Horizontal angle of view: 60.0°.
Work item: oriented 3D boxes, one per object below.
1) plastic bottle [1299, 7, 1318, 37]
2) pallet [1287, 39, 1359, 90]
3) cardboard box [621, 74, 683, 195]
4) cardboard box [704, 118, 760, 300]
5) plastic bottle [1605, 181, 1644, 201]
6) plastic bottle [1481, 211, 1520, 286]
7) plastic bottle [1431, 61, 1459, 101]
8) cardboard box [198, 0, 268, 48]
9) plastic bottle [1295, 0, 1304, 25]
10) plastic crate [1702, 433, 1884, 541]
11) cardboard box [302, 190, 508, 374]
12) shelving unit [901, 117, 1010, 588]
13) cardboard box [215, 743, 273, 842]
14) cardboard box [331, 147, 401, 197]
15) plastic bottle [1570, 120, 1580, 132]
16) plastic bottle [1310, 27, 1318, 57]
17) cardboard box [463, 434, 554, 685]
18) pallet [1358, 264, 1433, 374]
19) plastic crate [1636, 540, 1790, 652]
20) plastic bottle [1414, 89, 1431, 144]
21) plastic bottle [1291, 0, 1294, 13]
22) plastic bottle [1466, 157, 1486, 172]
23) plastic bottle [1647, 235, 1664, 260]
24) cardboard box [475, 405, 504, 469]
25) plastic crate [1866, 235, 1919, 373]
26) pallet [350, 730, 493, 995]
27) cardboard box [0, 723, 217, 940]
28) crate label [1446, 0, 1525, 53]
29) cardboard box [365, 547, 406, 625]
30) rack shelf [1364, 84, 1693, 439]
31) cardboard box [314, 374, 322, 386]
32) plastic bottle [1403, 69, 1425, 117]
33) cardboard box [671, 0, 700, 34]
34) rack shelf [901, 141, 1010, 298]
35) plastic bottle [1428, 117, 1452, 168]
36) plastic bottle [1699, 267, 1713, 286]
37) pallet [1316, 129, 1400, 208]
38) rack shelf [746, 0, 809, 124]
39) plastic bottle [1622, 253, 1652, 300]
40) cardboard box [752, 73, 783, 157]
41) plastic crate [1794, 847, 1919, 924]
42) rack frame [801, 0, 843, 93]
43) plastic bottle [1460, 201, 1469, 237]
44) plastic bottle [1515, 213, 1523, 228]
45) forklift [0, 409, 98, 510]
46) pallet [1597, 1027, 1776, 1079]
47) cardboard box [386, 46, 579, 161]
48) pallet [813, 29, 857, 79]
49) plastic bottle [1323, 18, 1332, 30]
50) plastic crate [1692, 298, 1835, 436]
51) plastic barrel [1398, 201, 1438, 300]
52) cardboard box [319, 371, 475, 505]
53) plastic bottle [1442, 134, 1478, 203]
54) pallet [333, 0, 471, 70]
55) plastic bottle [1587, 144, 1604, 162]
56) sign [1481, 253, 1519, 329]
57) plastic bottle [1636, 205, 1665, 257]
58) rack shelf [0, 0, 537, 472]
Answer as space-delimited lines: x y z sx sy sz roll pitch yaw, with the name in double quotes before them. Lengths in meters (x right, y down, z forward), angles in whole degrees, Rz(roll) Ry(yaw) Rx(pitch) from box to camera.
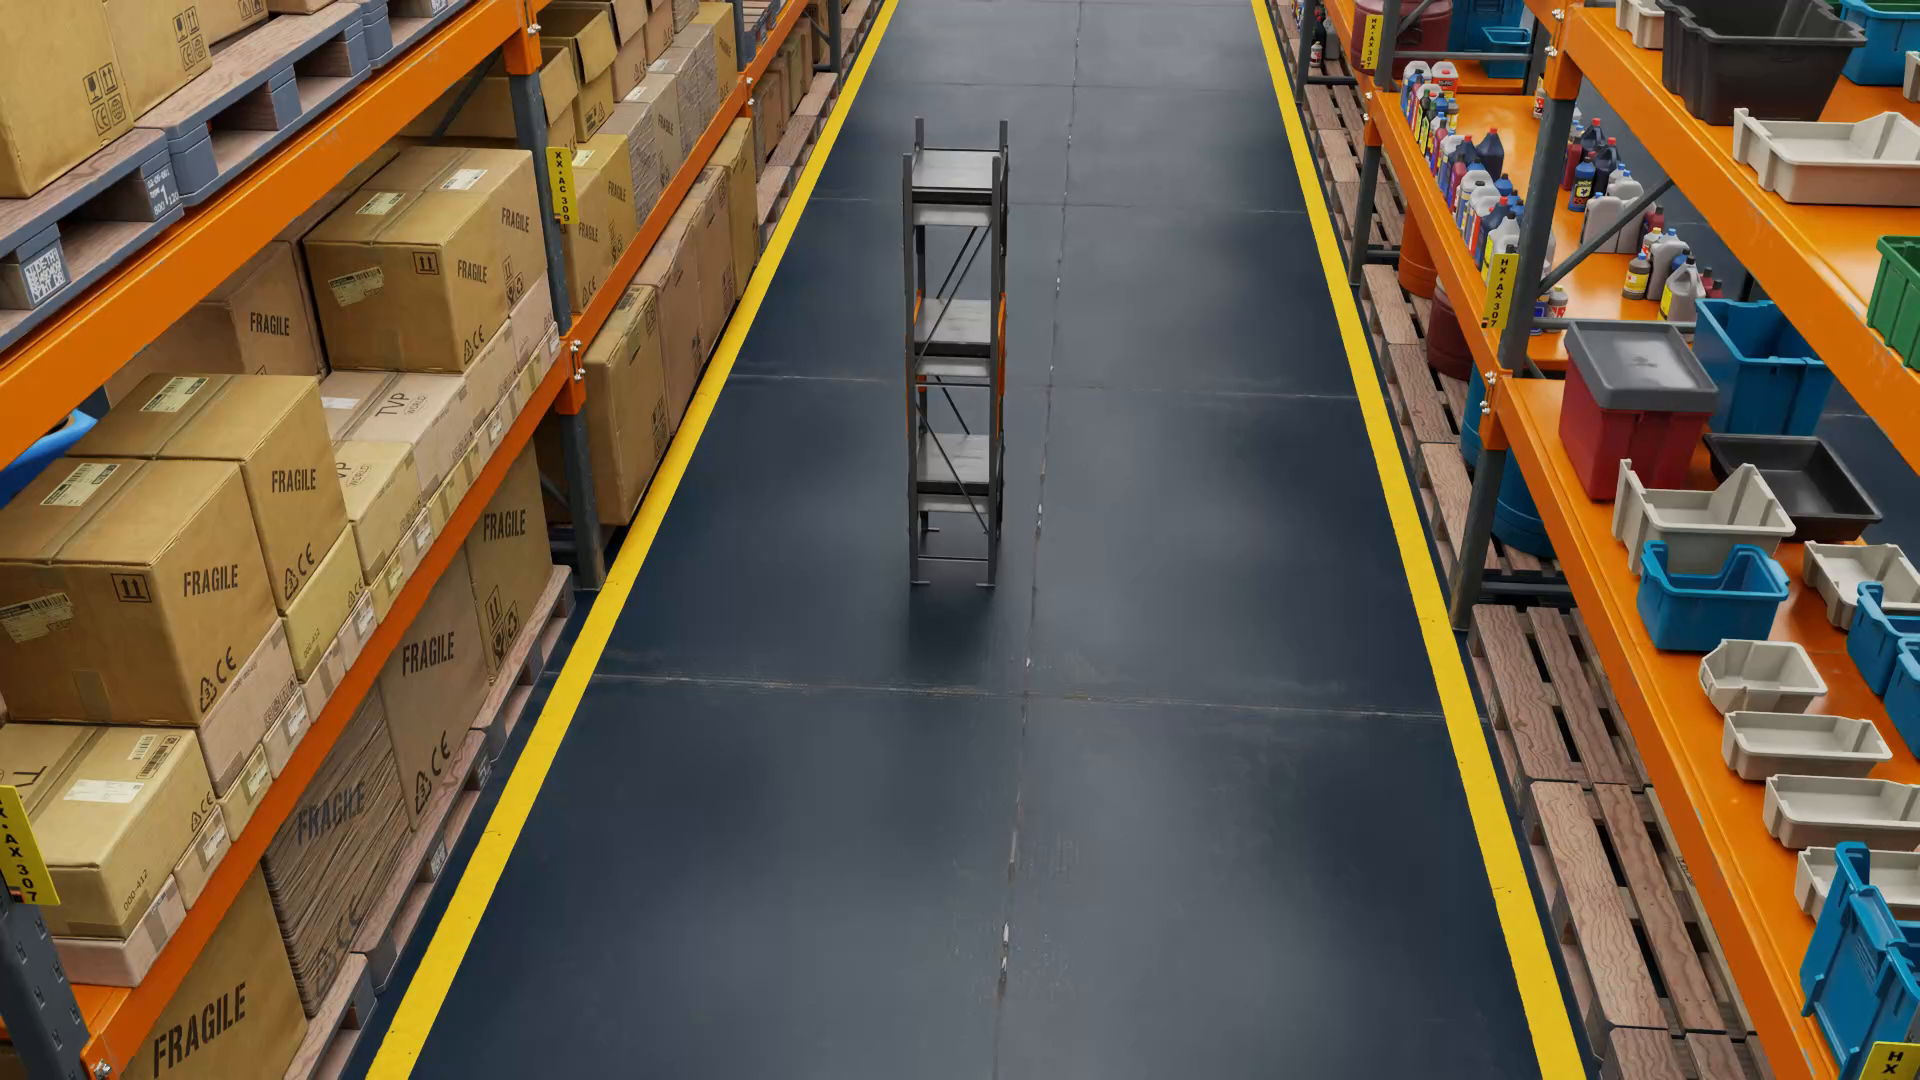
"plastic bottle" 3.220 -4.782 15.328 0.152 0.276 0.135 3 32 5
"pallet" 3.492 -4.214 14.886 1.003 0.211 1.213 2 32 4
"cardboard box" -1.787 -2.147 8.780 0.500 0.500 0.500 3 32 5
"cardboard box" -1.943 -2.086 10.400 1.225 0.875 0.875 1 32 2
"plastic bottle" 3.256 -1.647 8.181 0.152 0.276 0.135 2 32 4
"plastic bottle" 2.493 -1.342 7.615 0.144 0.351 0.185 2 32 4
"plastic bottle" 2.864 -2.688 9.871 0.152 0.276 0.135 2 32 4
"cardboard box" -2.428 -1.661 4.636 0.700 0.500 0.500 4 32 6
"plastic bottle" 3.227 -5.003 15.690 0.097 0.271 0.097 0 32 0
"plastic crate" 2.921 -0.180 5.888 0.437 0.125 0.590 2 32 4
"cardboard box" -2.008 -0.948 6.074 0.500 0.500 0.500 3 32 4
"shelving unit" -0.013 -0.807 7.559 0.431 2.100 0.503 2 32 4
"cardboard box" -2.120 0.679 4.528 0.380 0.149 0.250 2 32 3
"cardboard box" -2.486 -1.222 6.519 0.500 0.500 0.500 2 32 4
"plastic bottle" 3.376 -2.211 9.168 0.097 0.201 0.097 0 32 0
"plastic bottle" 3.106 -4.348 14.616 0.061 0.283 0.133 4 32 6
"cardboard box" -2.325 -0.012 7.036 0.875 0.875 0.875 2 32 4
"pallet" 3.048 -1.359 10.253 1.003 0.211 1.213 2 32 4
"plastic crate" 2.331 0.184 5.194 0.416 0.233 0.300 2 32 4
"plastic bottle" 2.619 -2.388 9.376 0.061 0.283 0.133 2 32 4
"plastic bottle" 3.263 -5.234 16.065 0.097 0.271 0.097 0 32 0
"plastic bottle" 2.609 -1.809 8.448 0.097 0.271 0.097 0 32 0
"plastic bottle" 3.236 -1.311 7.708 0.097 0.201 0.097 0 32 0
"cardboard box" -1.953 -0.396 6.273 0.380 0.149 0.250 3 32 5
"plastic crate" 2.215 -0.491 3.531 0.450 0.188 0.336 2 32 4
"pallet" -2.429 1.141 6.197 1.003 0.211 1.213 2 32 4
"cardboard box" -2.209 0.710 4.099 0.500 0.250 0.500 2 32 3
"crate label" 3.421 -3.483 11.009 0.502 0.435 0.616 2 32 4
"cardboard box" -2.036 0.143 5.398 0.380 0.149 0.250 2 32 3
"rack shelf" 2.907 -1.608 8.685 1.077 0.370 4.000 2 32 4
"cardboard box" -2.573 -0.377 5.862 0.500 0.250 0.500 3 32 5
"plastic bottle" 2.676 -2.633 9.786 0.097 0.271 0.097 0 32 0
"cardboard box" -1.942 -3.259 9.628 0.797 0.503 0.637 3 32 6
"rack shelf" -0.014 -1.392 7.199 0.431 0.518 0.480 2 32 4
"plastic bottle" 2.601 -2.150 9.002 0.097 0.271 0.097 0 32 0
"plastic bottle" 3.210 -1.062 7.225 0.061 0.283 0.133 2 32 4
"pallet" 3.274 -2.812 12.612 1.003 0.211 1.213 2 32 4
"rack shelf" -1.704 -3.911 12.423 1.077 0.370 4.000 2 32 4
"plastic bottle" 3.066 -1.196 7.521 0.097 0.201 0.097 0 32 0
"cardboard box" -1.760 -3.233 12.600 0.700 0.500 0.500 5 32 8
"plastic crate" 2.305 0.876 4.164 0.396 0.136 0.243 2 32 4
"rack frame" -1.541 -5.263 13.931 1.000 3.000 0.127 2 32 4
"plastic bottle" 2.518 -1.590 8.161 0.097 0.201 0.097 0 32 0
"plastic bottle" 2.652 -1.432 7.762 0.144 0.351 0.185 2 32 4
"forklift" -5.120 -1.097 7.237 3.031 2.935 1.130 21 37 30
"pallet" 2.525 1.981 4.834 1.003 0.211 1.213 2 32 4
"cardboard box" -2.148 -1.884 7.396 0.797 0.503 0.637 2 32 3
"pallet" -1.521 -4.429 15.235 1.003 0.211 1.213 2 32 4
"plastic bottle" 3.326 -4.535 14.927 0.152 0.276 0.135 2 32 4
"plastic crate" 3.046 -0.628 6.368 0.392 0.384 0.575 2 32 4
"plastic barrel" 3.047 -1.958 10.237 0.600 0.830 0.708 2 32 4
"cardboard box" -2.047 -0.363 5.839 0.500 0.250 0.500 3 32 5
"plastic bottle" 2.583 -1.918 8.550 0.144 0.351 0.185 2 32 4
"pallet" -2.269 -1.892 5.686 1.003 0.211 1.213 2 32 4
"plastic bottle" 3.283 -1.919 8.616 0.061 0.283 0.133 2 32 4
"sign" 2.196 -1.010 6.767 0.100 0.325 0.005 2 32 4
"plastic bottle" 3.272 -1.456 7.865 0.061 0.283 0.133 2 32 4
"rack shelf" -2.355 -1.005 4.848 1.077 0.370 4.000 2 32 4
